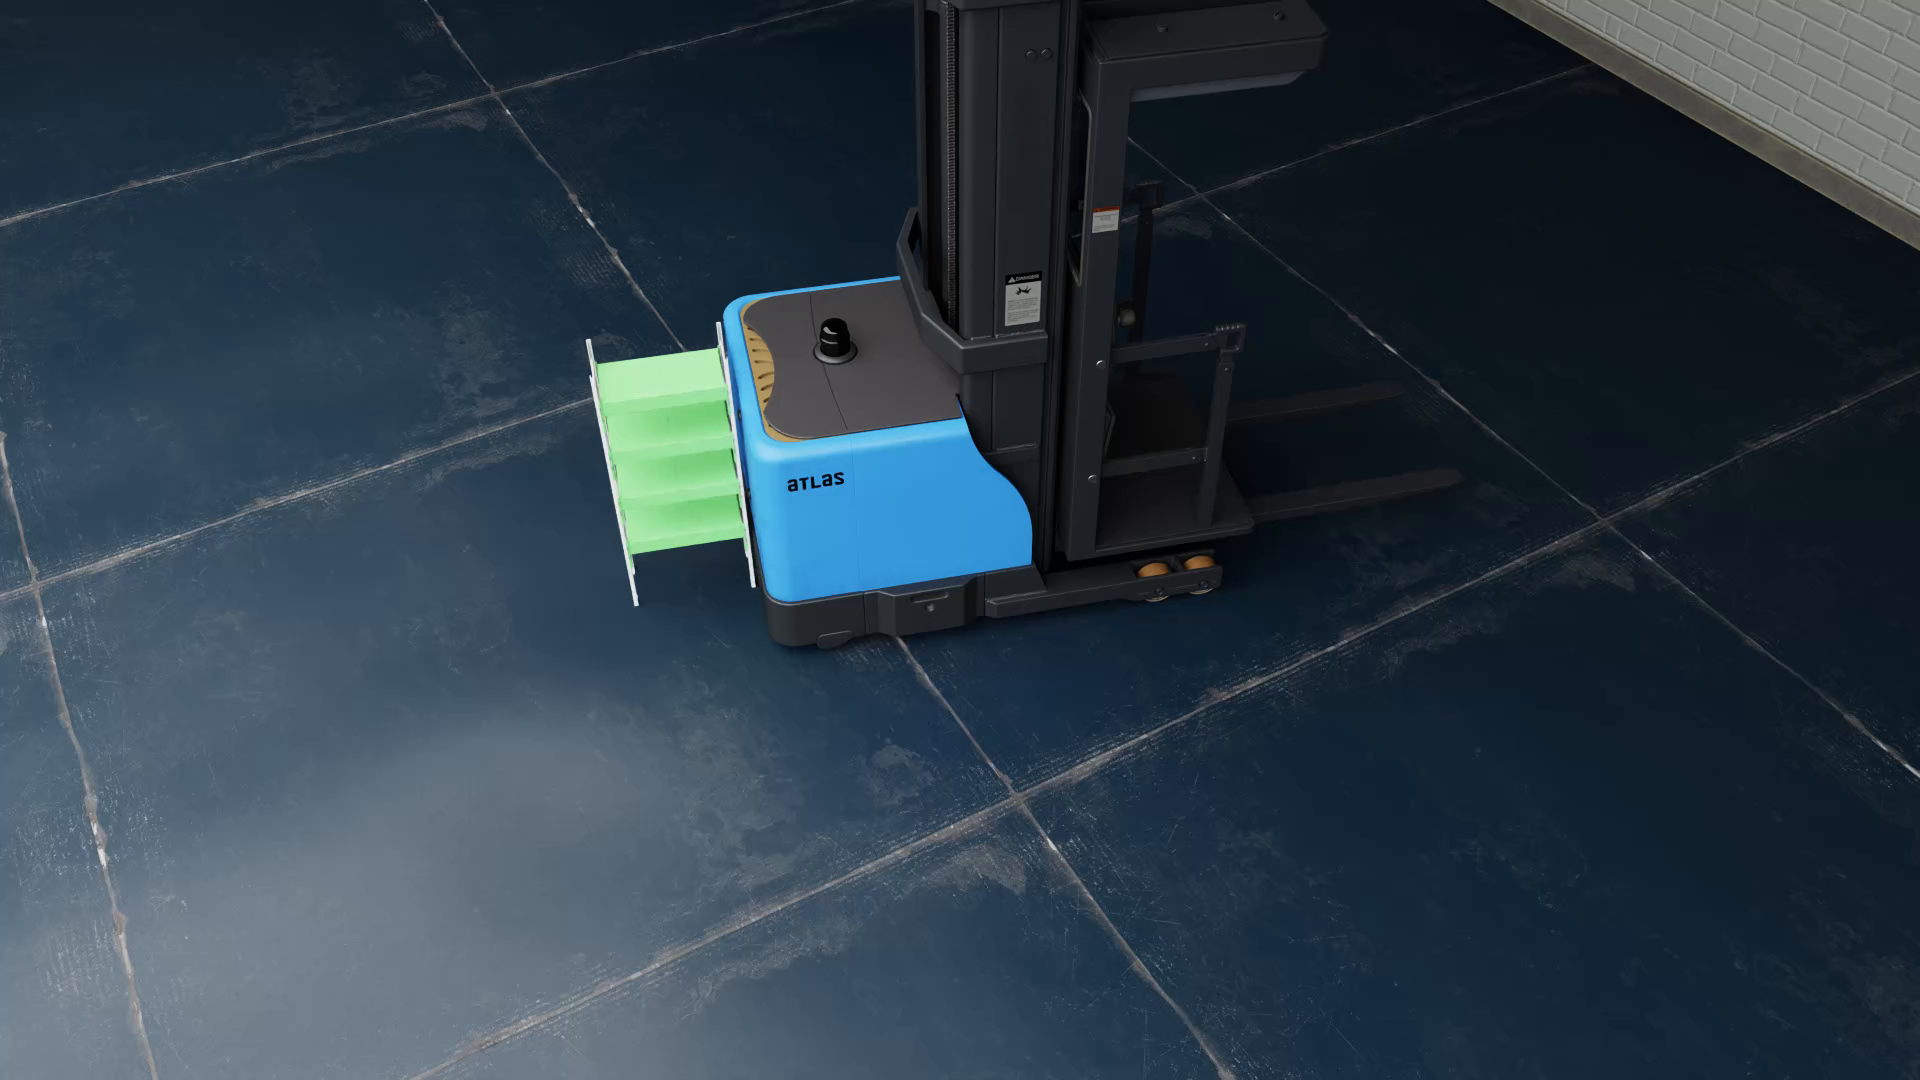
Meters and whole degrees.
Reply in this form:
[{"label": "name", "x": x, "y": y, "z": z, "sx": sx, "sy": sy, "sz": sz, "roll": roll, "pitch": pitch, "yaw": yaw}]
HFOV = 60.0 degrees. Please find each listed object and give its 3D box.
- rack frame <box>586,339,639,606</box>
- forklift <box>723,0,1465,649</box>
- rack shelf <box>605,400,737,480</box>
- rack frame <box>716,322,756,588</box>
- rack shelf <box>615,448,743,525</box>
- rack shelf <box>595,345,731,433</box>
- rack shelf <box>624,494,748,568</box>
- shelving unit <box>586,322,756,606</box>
[{"label": "rack frame", "x": -1.367, "y": -0.239, "z": 6.564, "sx": 0.015, "sy": 1.200, "sz": 0.240, "roll": -9, "pitch": 45, "yaw": -9}, {"label": "forklift", "x": 0.615, "y": -1.148, "z": 6.258, "sx": 3.031, "sy": 2.935, "sz": 1.130, "roll": -9, "pitch": 45, "yaw": -9}, {"label": "rack shelf", "x": -1.129, "y": -0.403, "z": 6.480, "sx": 0.480, "sy": 0.148, "sz": 0.258, "roll": -9, "pitch": 45, "yaw": -9}, {"label": "rack frame", "x": -0.891, "y": -0.313, "z": 6.641, "sx": 0.015, "sy": 1.200, "sz": 0.240, "roll": -9, "pitch": 45, "yaw": -9}, {"label": "rack shelf", "x": -1.129, "y": -0.230, "z": 6.647, "sx": 0.480, "sy": 0.148, "sz": 0.258, "roll": -9, "pitch": 45, "yaw": -9}, {"label": "rack shelf", "x": -1.129, "y": -0.575, "z": 6.313, "sx": 0.480, "sy": 0.148, "sz": 0.258, "roll": -9, "pitch": 45, "yaw": -9}, {"label": "rack shelf", "x": -1.129, "y": -0.058, "z": 6.814, "sx": 0.480, "sy": 0.148, "sz": 0.258, "roll": -9, "pitch": 45, "yaw": -9}, {"label": "shelving unit", "x": -1.129, "y": -0.276, "z": 6.603, "sx": 0.503, "sy": 1.200, "sz": 0.258, "roll": -9, "pitch": 45, "yaw": -9}]
